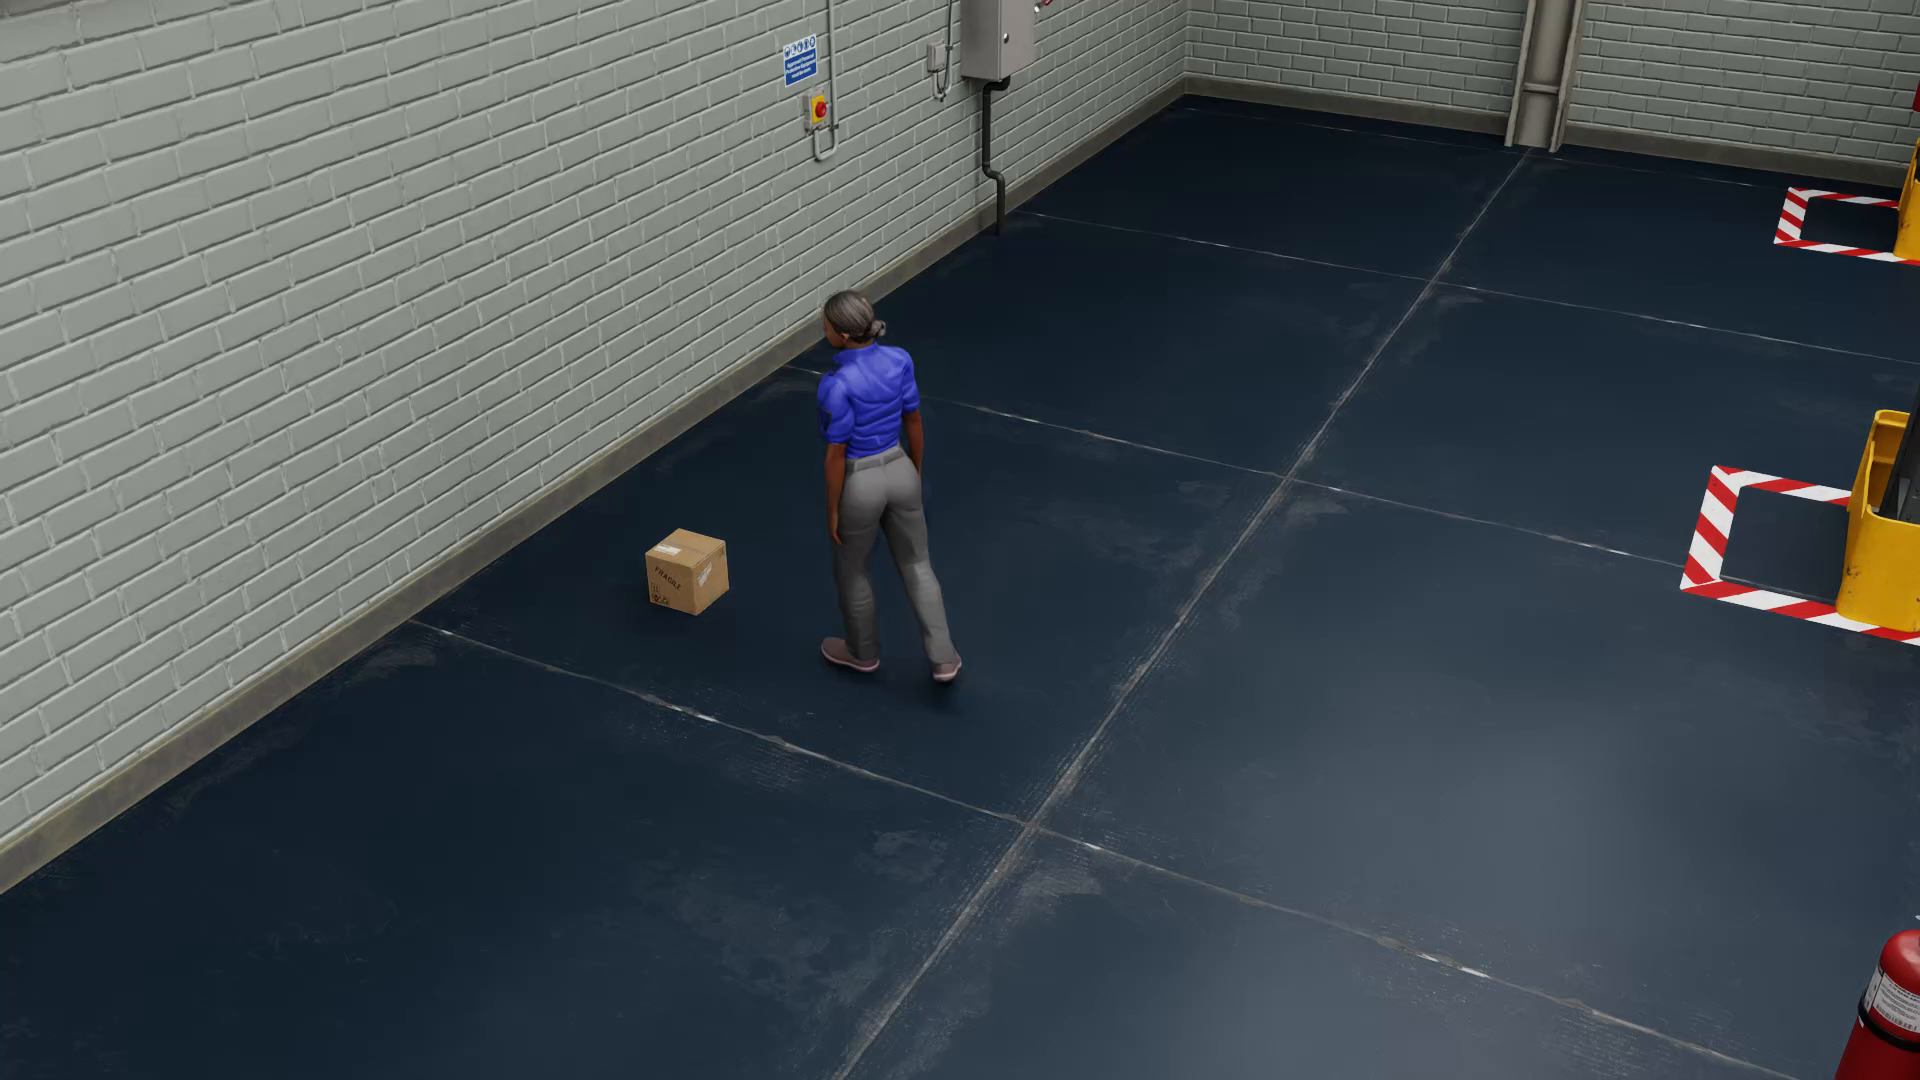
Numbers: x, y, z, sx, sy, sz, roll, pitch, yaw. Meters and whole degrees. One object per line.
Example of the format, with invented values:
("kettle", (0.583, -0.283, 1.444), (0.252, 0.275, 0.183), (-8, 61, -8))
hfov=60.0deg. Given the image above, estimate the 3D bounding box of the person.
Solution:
("person", (-0.287, -0.165, 6.408), (0.479, 1.652, 0.656), (-21, 36, -31))
